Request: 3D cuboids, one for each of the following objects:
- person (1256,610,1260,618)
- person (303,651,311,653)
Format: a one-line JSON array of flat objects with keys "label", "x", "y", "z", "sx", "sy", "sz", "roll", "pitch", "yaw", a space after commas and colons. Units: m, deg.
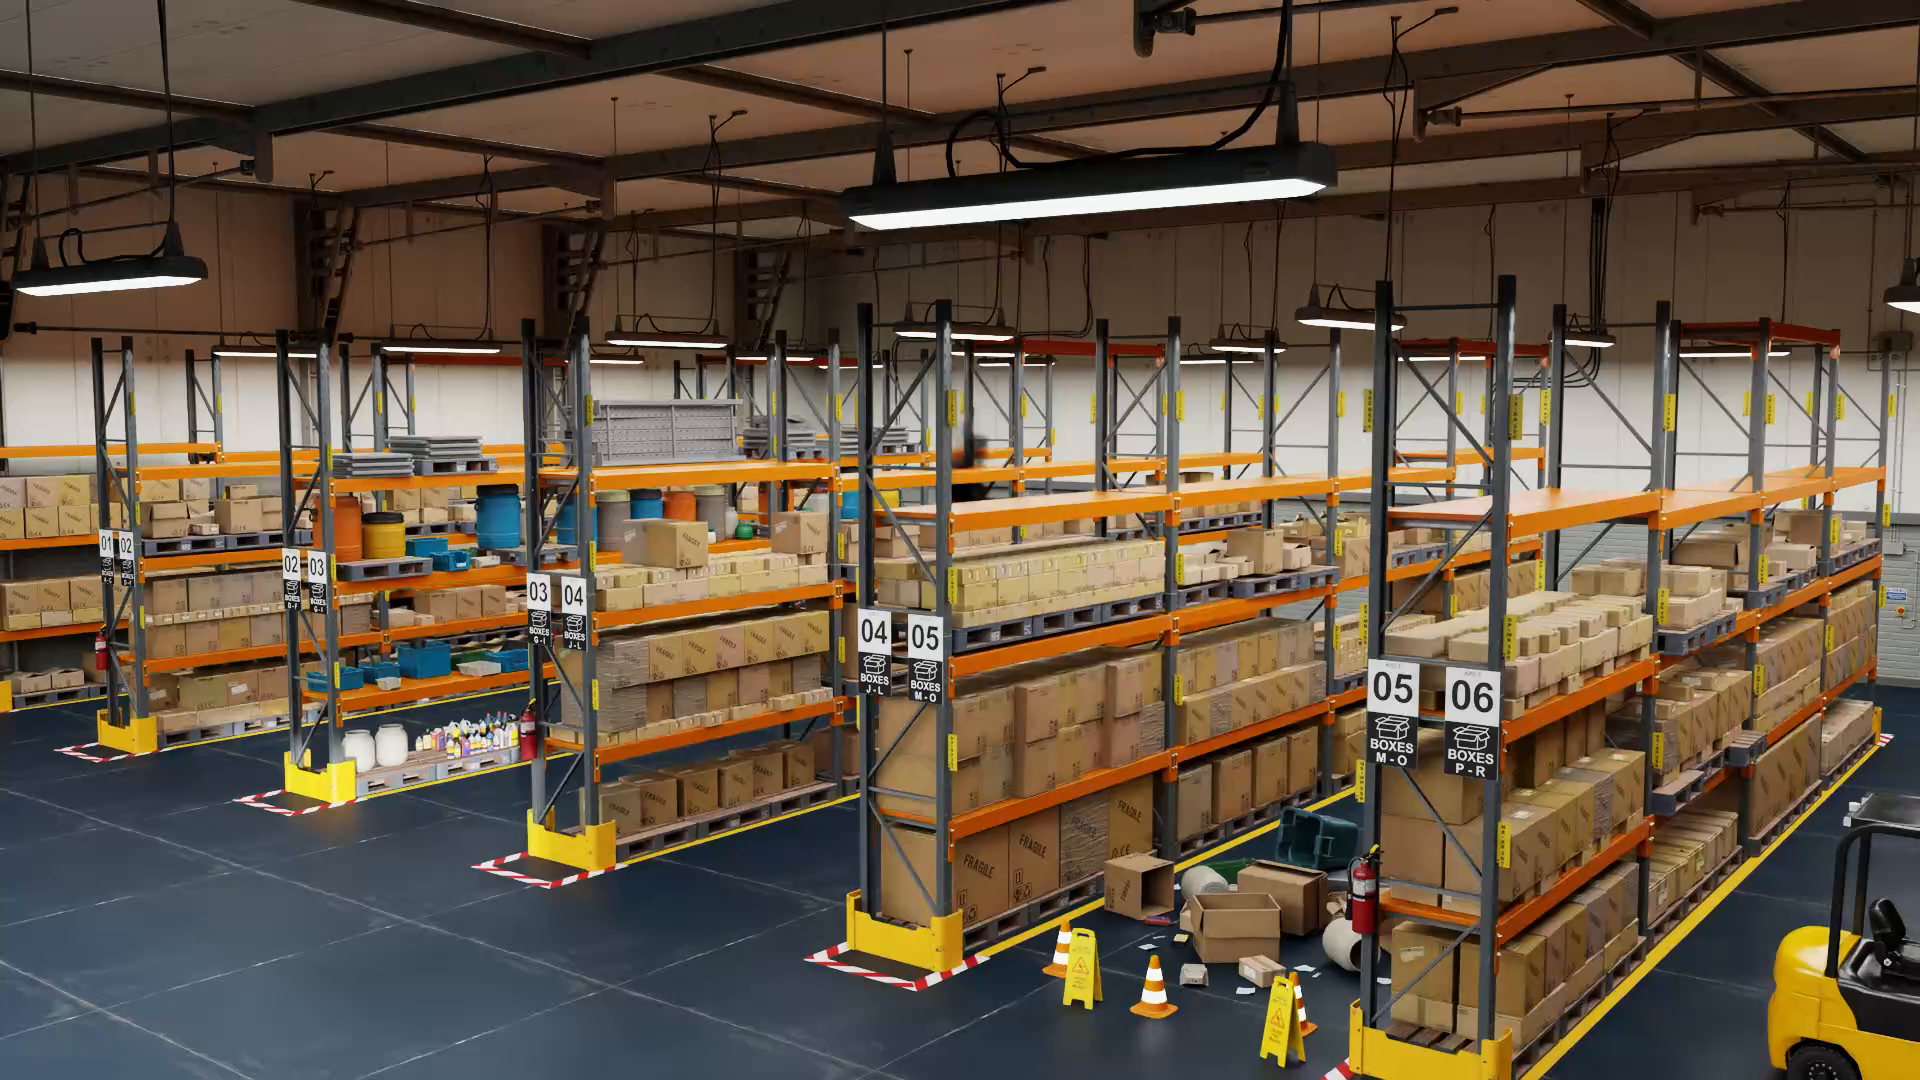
[{"label": "person", "x": 4.965, "y": 1.944, "z": 27.522, "sx": 0.590, "sy": 1.691, "sz": 0.815, "roll": 3, "pitch": 6, "yaw": 30}, {"label": "person", "x": -11.148, "y": 1.852, "z": 28.337, "sx": 0.700, "sy": 1.734, "sz": 0.708, "roll": 3, "pitch": 6, "yaw": 33}]
